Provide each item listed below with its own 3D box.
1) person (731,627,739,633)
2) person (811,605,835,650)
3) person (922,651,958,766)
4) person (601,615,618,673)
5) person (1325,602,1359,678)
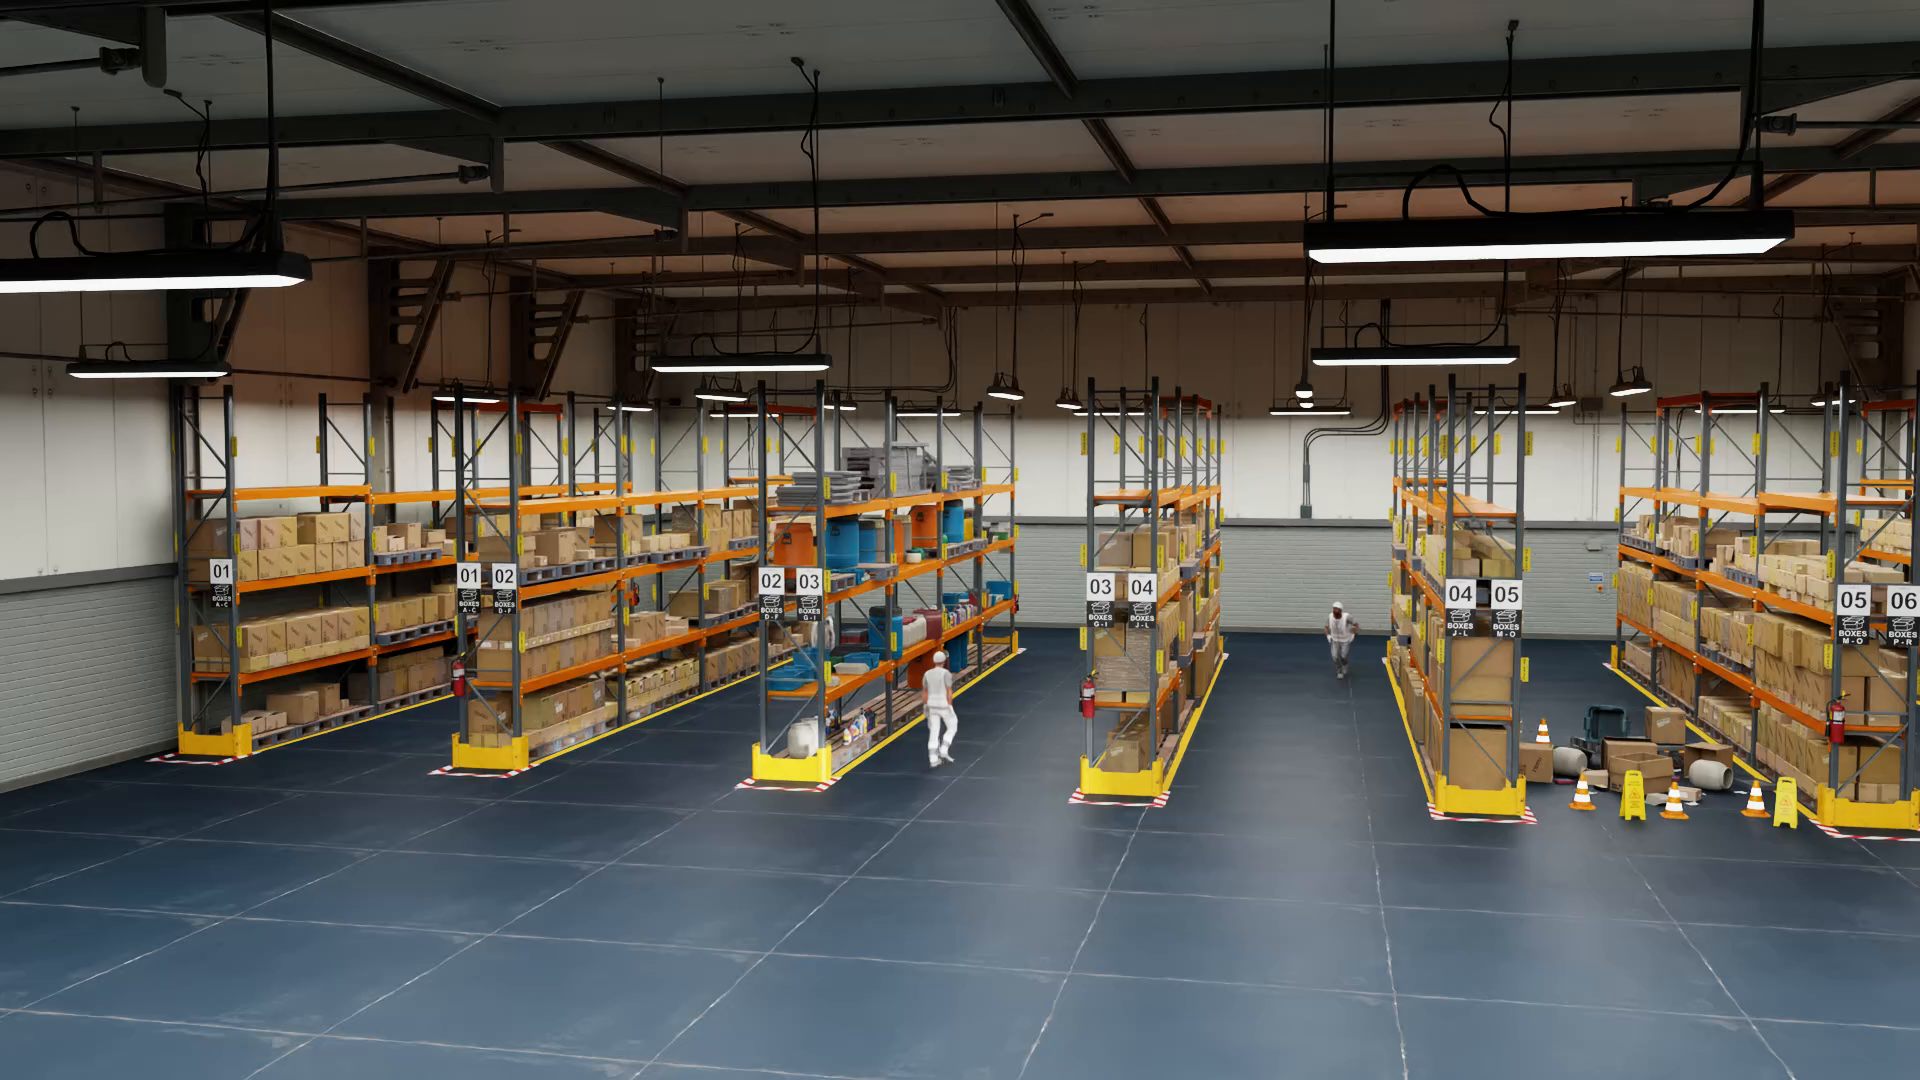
[{"bbox_3d":[-5.693,1.817,41.467,0.629,1.736,0.700,1,3,13],"label":"person"},{"bbox_3d":[-2.886,2.099,34.969,0.516,1.536,0.888,0,3,-4],"label":"person"},{"bbox_3d":[-0.324,2.636,26.119,0.585,1.770,0.496,2,4,27],"label":"person"},{"bbox_3d":[-7.160,2.319,34.088,0.590,1.566,0.700,1,3,14],"label":"person"},{"bbox_3d":[8.215,2.160,35.811,0.727,1.683,0.638,1,3,21],"label":"person"}]
